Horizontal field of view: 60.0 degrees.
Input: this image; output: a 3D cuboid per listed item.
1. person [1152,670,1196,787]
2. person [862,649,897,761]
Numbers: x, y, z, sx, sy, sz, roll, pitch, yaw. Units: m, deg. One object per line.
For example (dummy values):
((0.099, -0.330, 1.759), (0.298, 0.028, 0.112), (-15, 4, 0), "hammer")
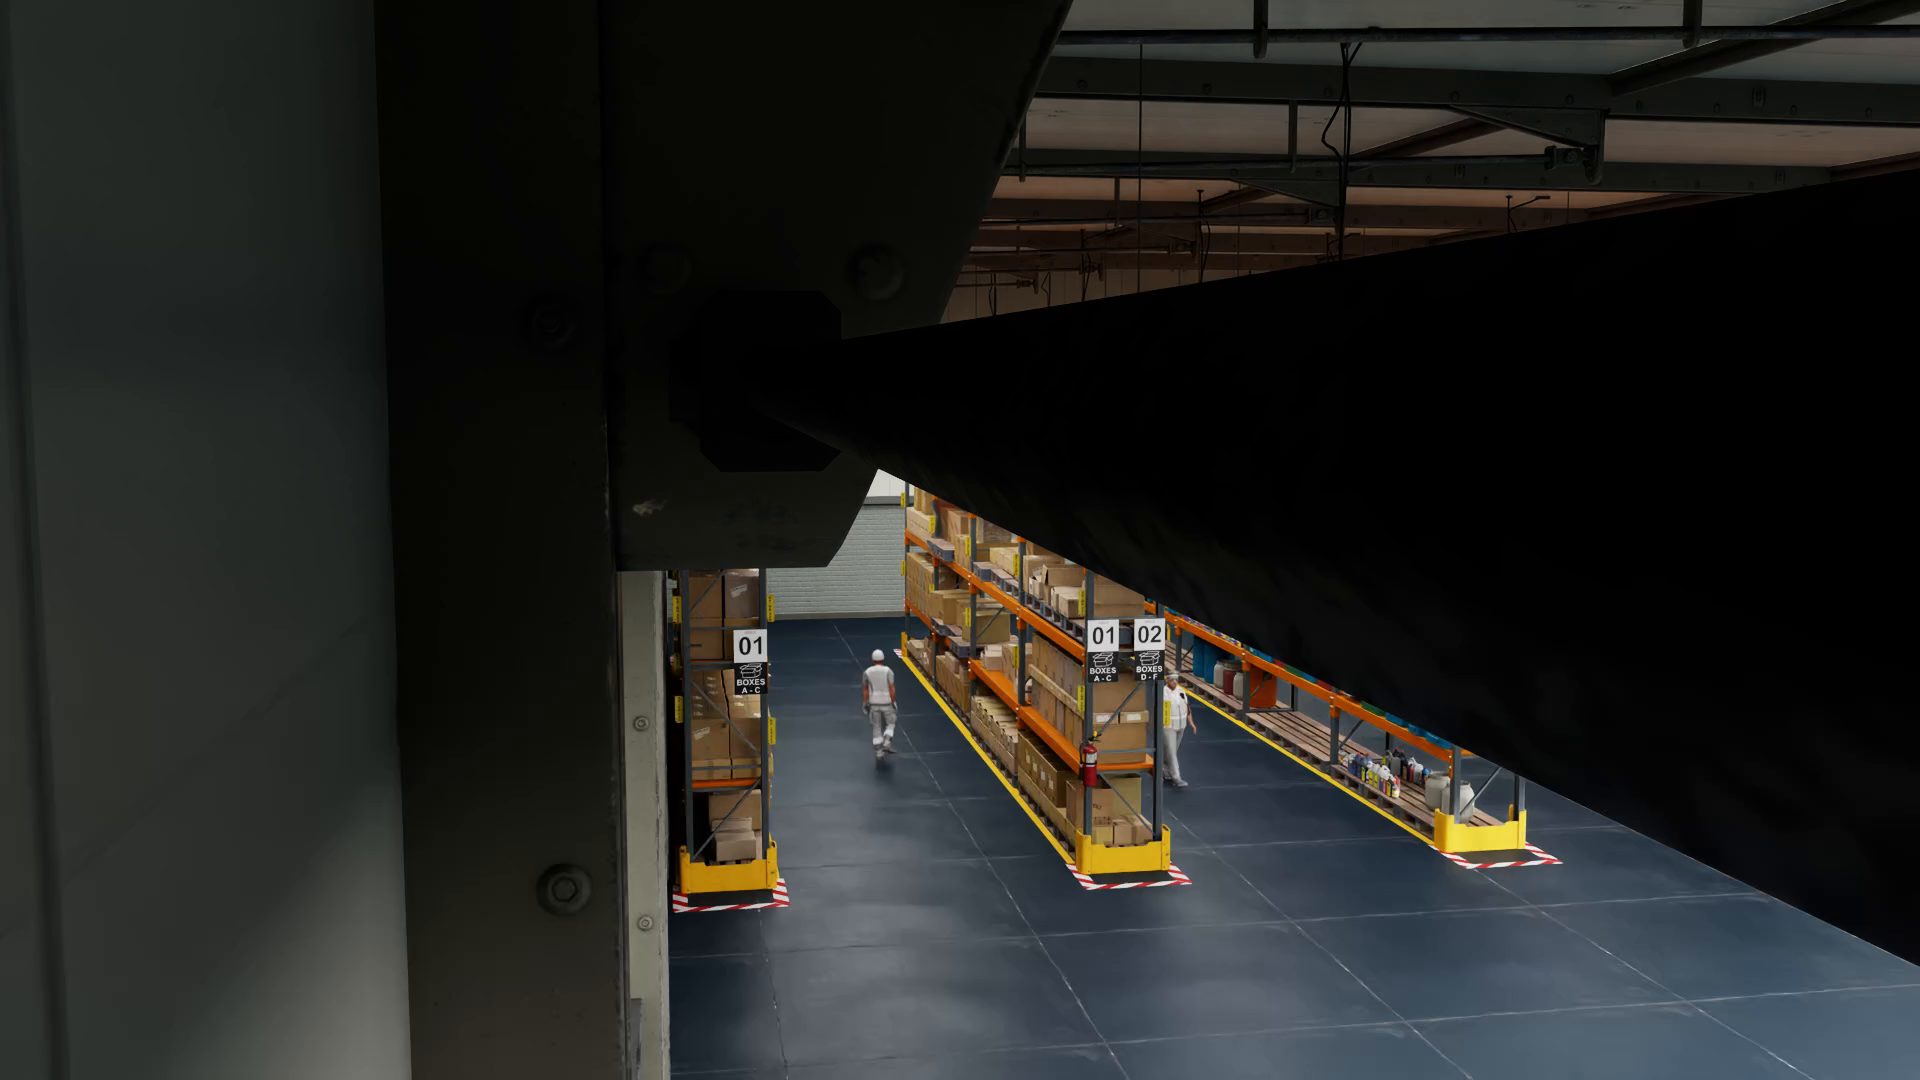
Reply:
((3.285, 2.835, 25.238), (0.565, 1.734, 0.960), (-4, 7, -35), "person")
((-1.296, 2.660, 26.831), (0.576, 1.781, 0.505), (0, 6, 3), "person")
